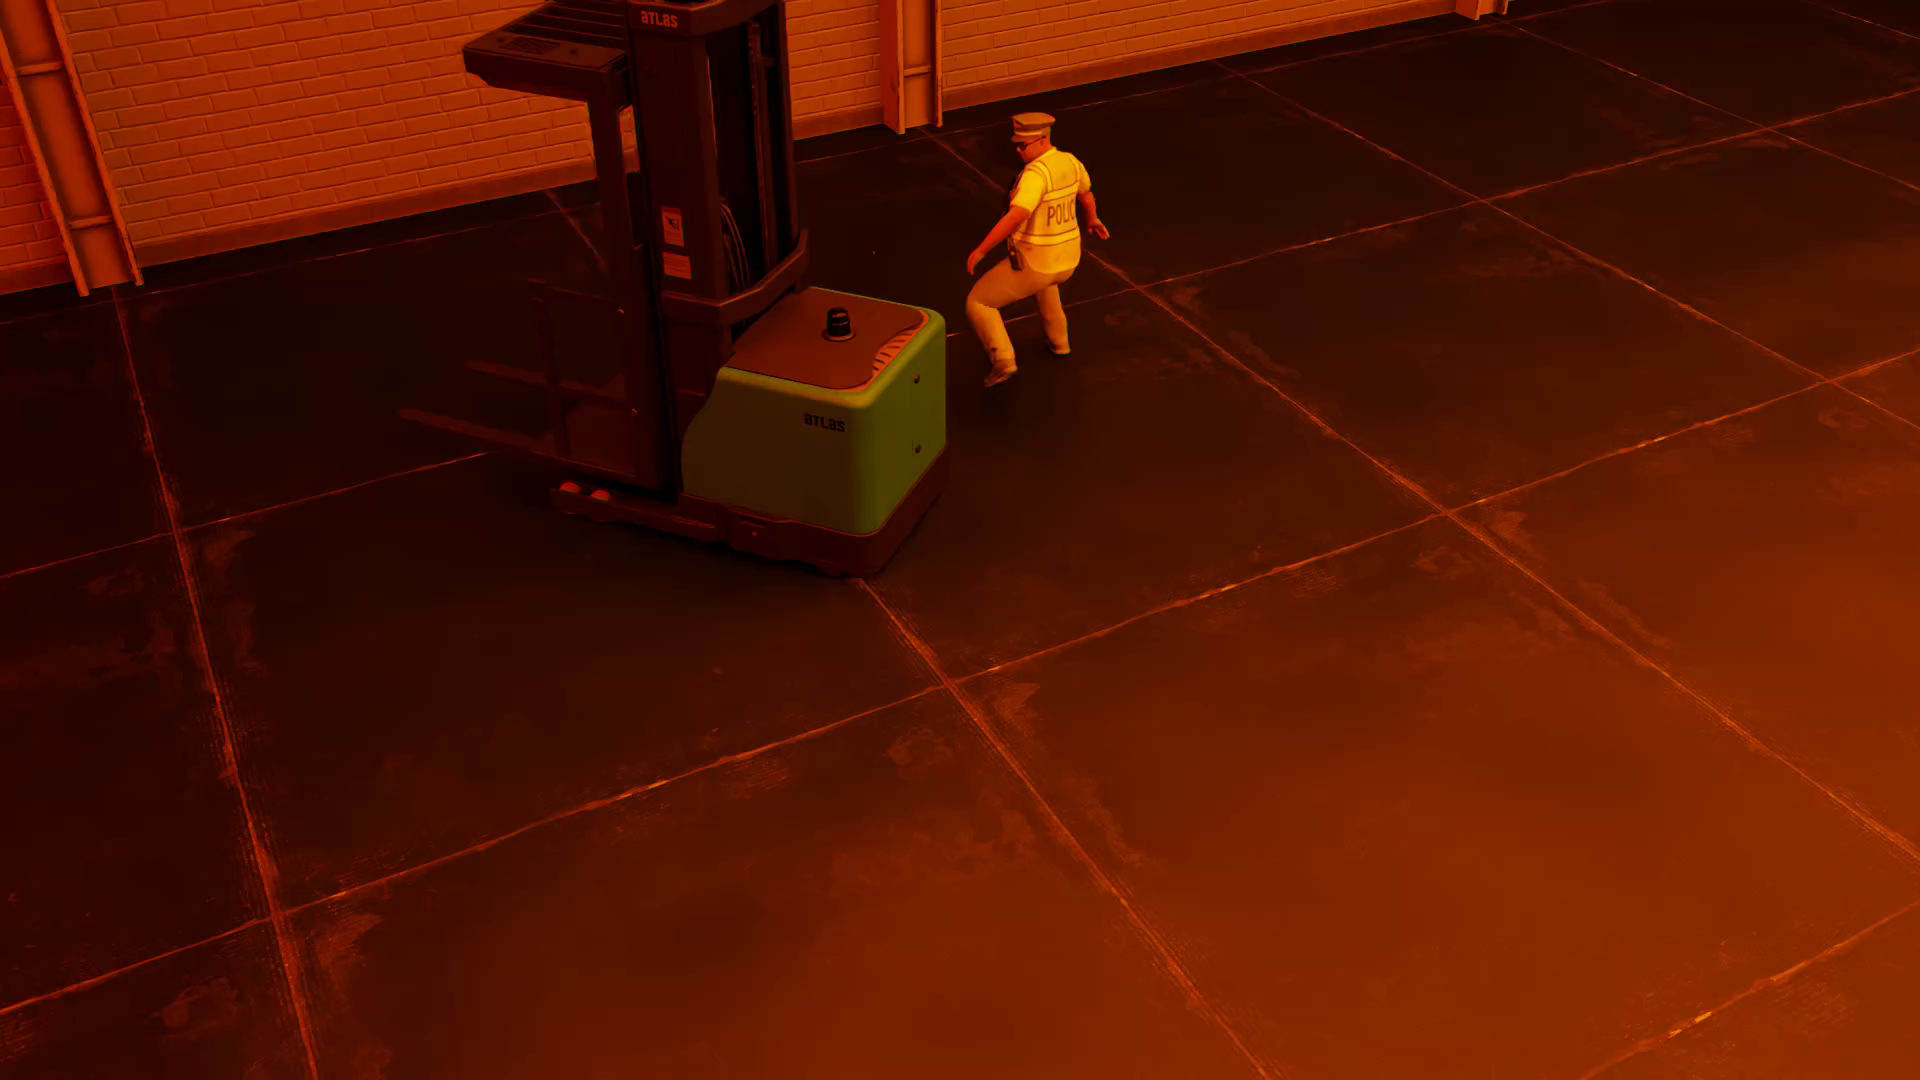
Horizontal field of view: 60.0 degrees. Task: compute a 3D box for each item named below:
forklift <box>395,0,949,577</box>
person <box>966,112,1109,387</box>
[{"bbox_3d":[-1.626,-1.557,8.326,3.031,2.935,1.130,14,37,18],"label":"forklift"},{"bbox_3d":[0.474,-1.700,9.734,0.510,1.641,1.141,29,45,35],"label":"person"}]
